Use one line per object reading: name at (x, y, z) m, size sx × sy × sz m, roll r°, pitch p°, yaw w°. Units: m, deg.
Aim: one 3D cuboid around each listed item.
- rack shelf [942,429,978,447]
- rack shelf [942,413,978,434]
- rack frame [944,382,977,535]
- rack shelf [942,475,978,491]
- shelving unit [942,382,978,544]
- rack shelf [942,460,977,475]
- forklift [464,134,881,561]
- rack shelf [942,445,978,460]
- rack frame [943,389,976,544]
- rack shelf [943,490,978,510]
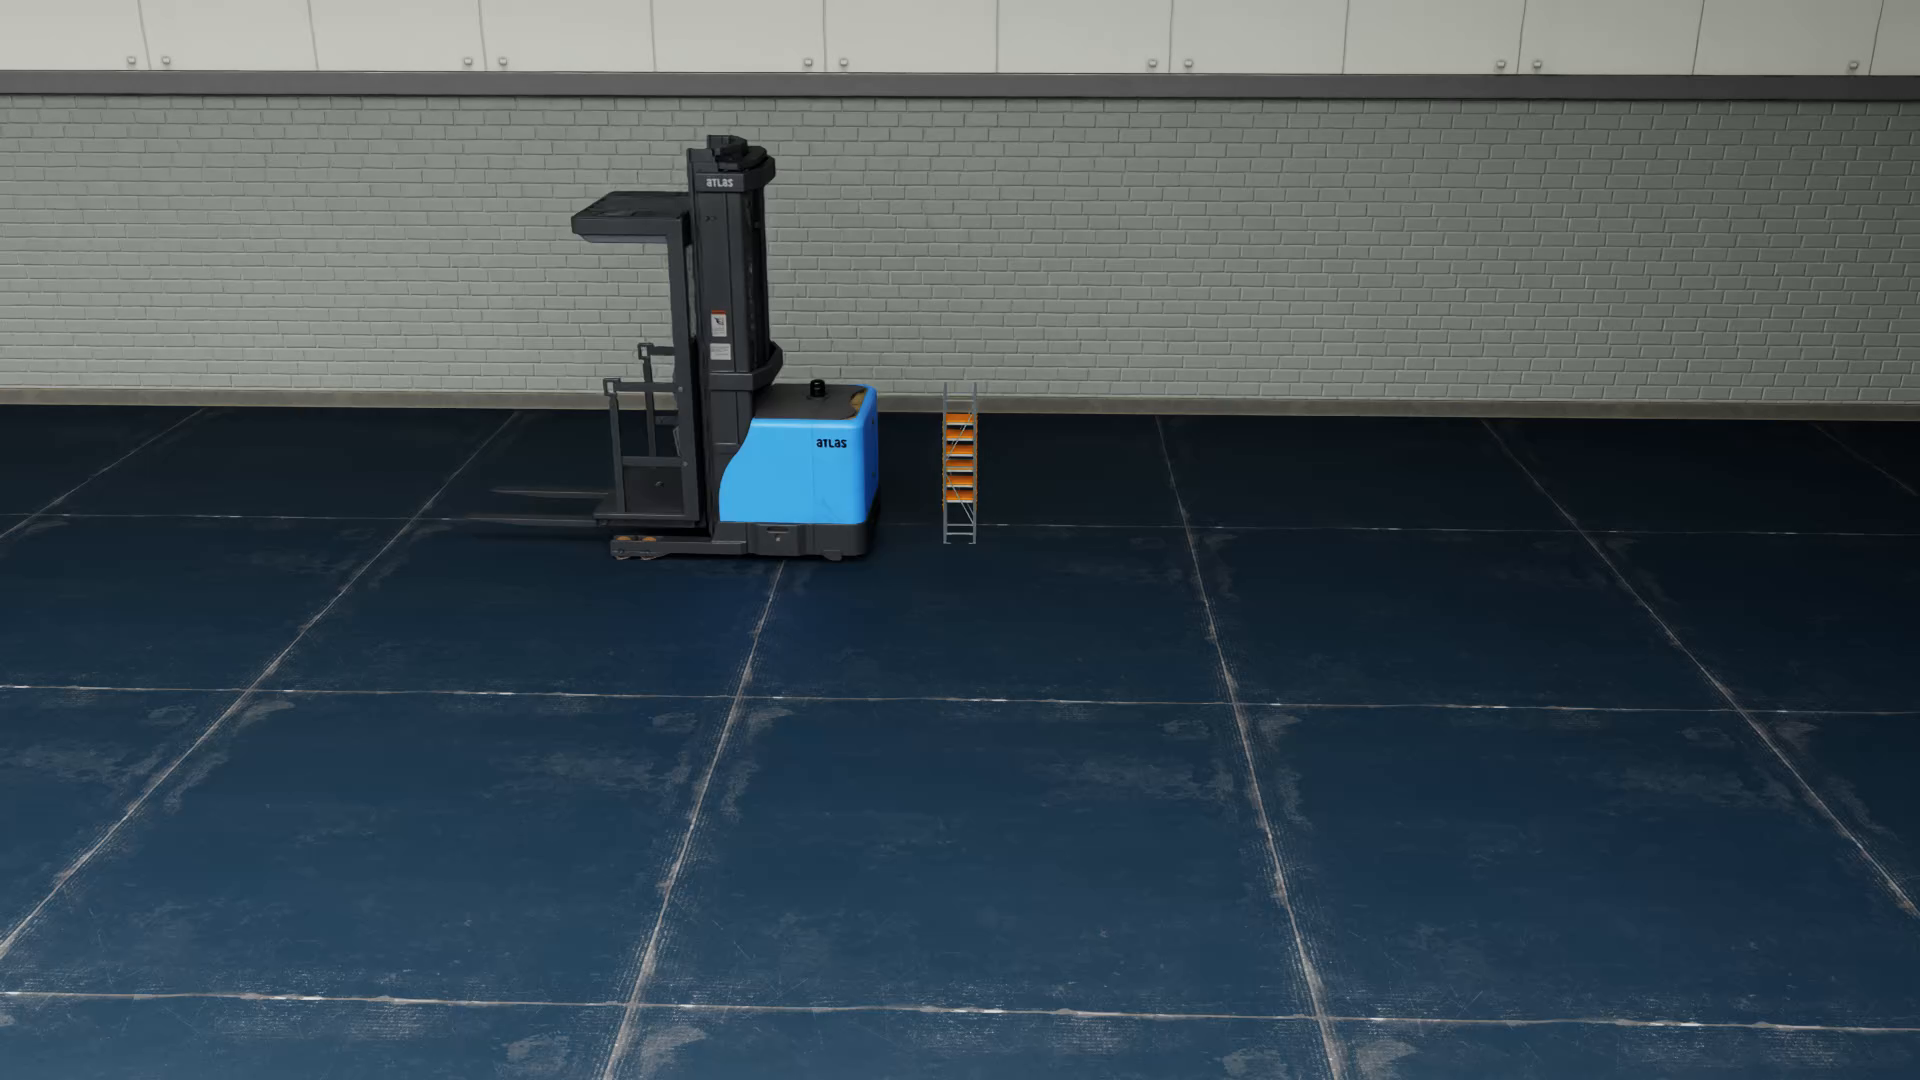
rack shelf at (0.000, -0.747, 12.255) m, size 0.258 × 0.103 × 0.180 m, roll 1°, pitch 21°, yaw 2°
rack shelf at (0.000, -0.859, 12.211) m, size 0.258 × 0.103 × 0.180 m, roll 1°, pitch 21°, yaw 2°
rack frame at (0.003, -0.598, 12.411) m, size 0.240 × 1.200 × 0.006 m, roll 1°, pitch 21°, yaw 2°
rack shelf at (0.000, -0.411, 12.385) m, size 0.258 × 0.103 × 0.180 m, roll 1°, pitch 21°, yaw 2°
shelving unit at (0.000, -0.565, 12.325) m, size 0.258 × 1.200 × 0.189 m, roll 1°, pitch 21°, yaw 2°
rack shelf at (0.000, -0.523, 12.341) m, size 0.258 × 0.103 × 0.180 m, roll 1°, pitch 21°, yaw 2°
forklift at (-2.153, -1.407, 12.104) m, size 3.031 × 2.935 × 1.130 m, roll 1°, pitch 21°, yaw 3°
rack shelf at (0.000, -0.635, 12.298) m, size 0.258 × 0.103 × 0.180 m, roll 1°, pitch 21°, yaw 2°
rack frame at (-0.002, -0.532, 12.240) m, size 0.240 × 1.200 × 0.006 m, roll 1°, pitch 21°, yaw 2°
rack shelf at (0.000, -0.299, 12.428) m, size 0.258 × 0.103 × 0.180 m, roll 1°, pitch 21°, yaw 2°
